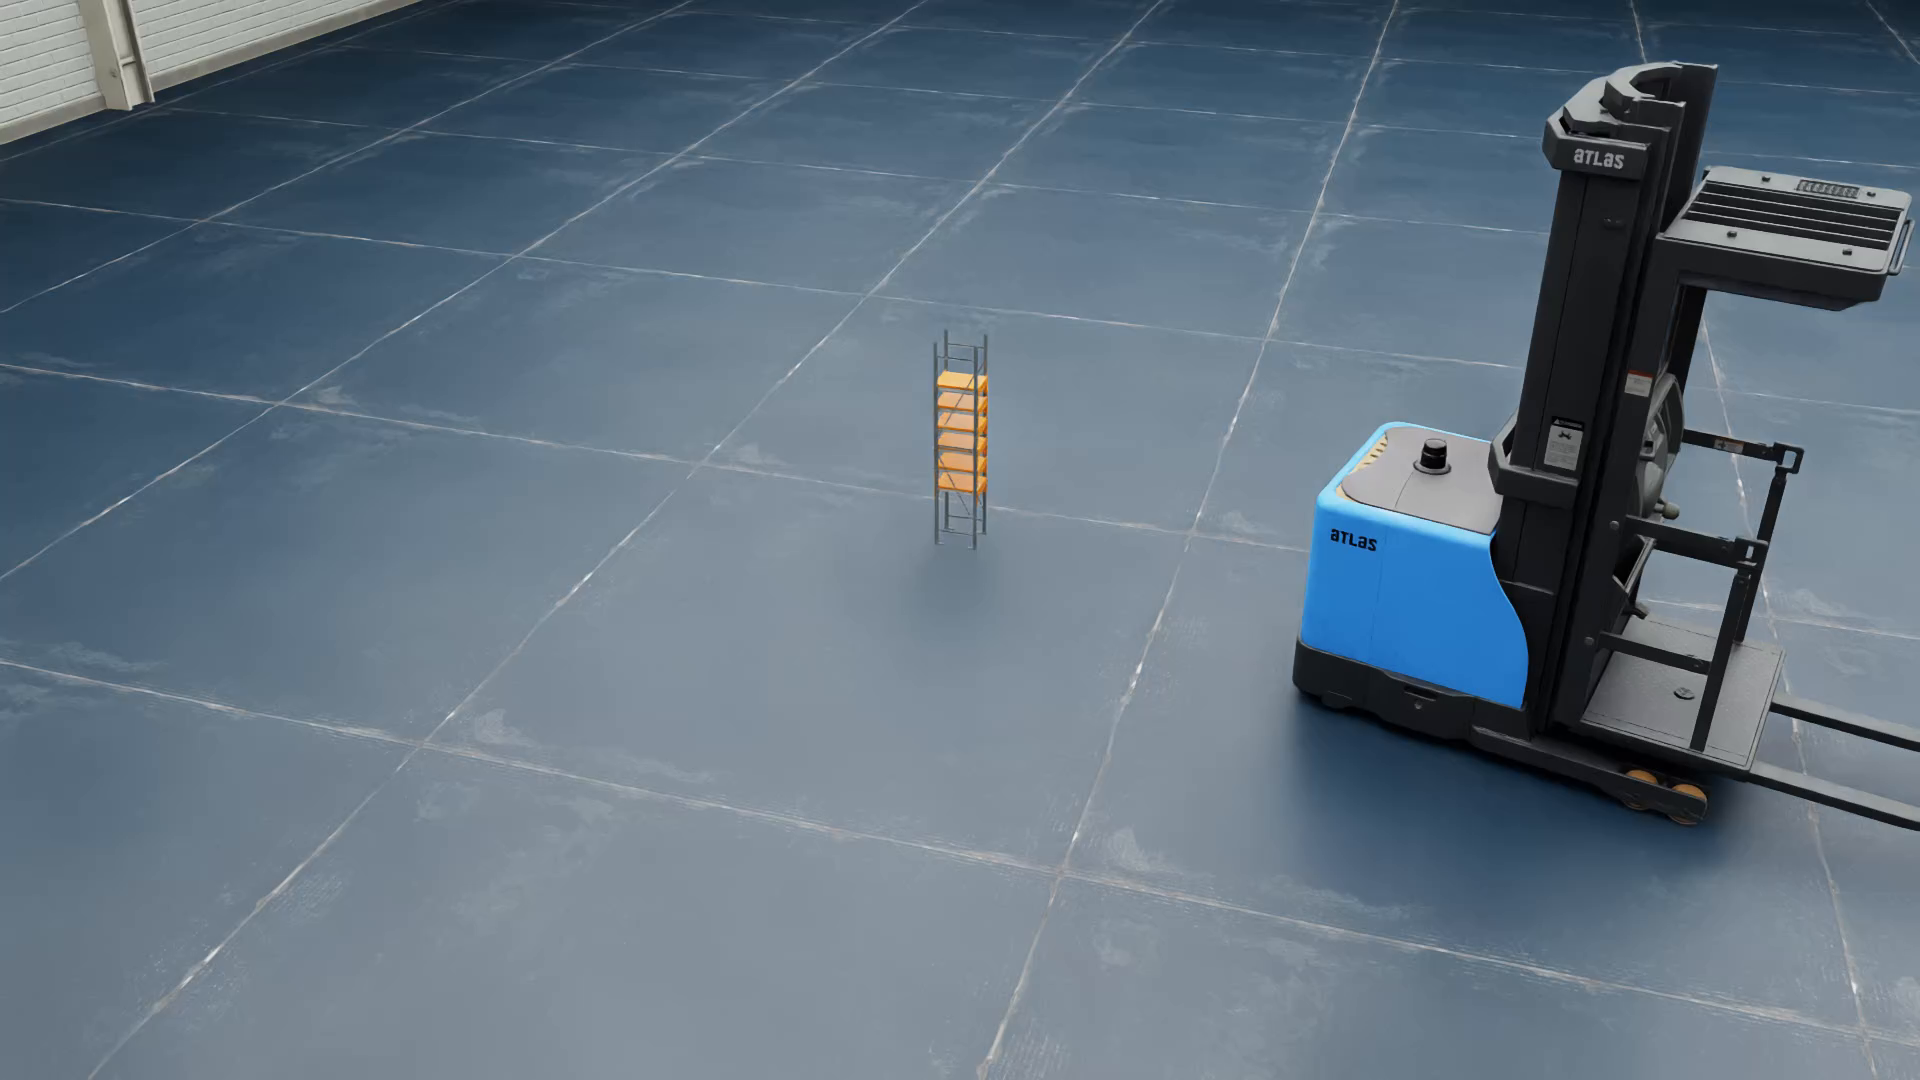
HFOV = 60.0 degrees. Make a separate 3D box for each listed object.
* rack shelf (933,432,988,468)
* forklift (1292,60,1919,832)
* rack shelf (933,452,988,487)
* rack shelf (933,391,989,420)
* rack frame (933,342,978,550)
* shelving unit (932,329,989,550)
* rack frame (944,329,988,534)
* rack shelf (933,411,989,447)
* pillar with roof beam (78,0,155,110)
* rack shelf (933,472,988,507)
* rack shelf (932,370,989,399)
[{"bbox_3d":[0.004,-0.492,8.992,0.258,0.103,0.180,8,30,15],"label":"rack shelf"},{"bbox_3d":[3.106,-0.367,6.895,3.031,2.935,1.130,16,33,27],"label":"forklift"},{"bbox_3d":[0.004,-0.387,9.050,0.258,0.103,0.180,8,30,15],"label":"rack shelf"},{"bbox_3d":[0.004,-0.702,8.875,0.258,0.103,0.180,8,30,15],"label":"rack shelf"},{"bbox_3d":[-0.023,-0.489,8.894,0.240,1.200,0.006,8,30,15],"label":"rack frame"},{"bbox_3d":[0.004,-0.531,8.970,0.258,1.200,0.189,8,30,15],"label":"shelving unit"},{"bbox_3d":[0.031,-0.574,9.047,0.240,1.200,0.006,8,30,15],"label":"rack frame"},{"bbox_3d":[0.004,-0.597,8.934,0.258,0.103,0.180,8,30,15],"label":"rack shelf"},{"bbox_3d":[-4.603,-7.893,14.181,9.100,9.000,0.400,8,30,15],"label":"pillar with roof beam"},{"bbox_3d":[0.004,-0.282,9.109,0.258,0.103,0.180,8,30,15],"label":"rack shelf"},{"bbox_3d":[0.004,-0.807,8.817,0.258,0.103,0.180,8,30,15],"label":"rack shelf"}]
